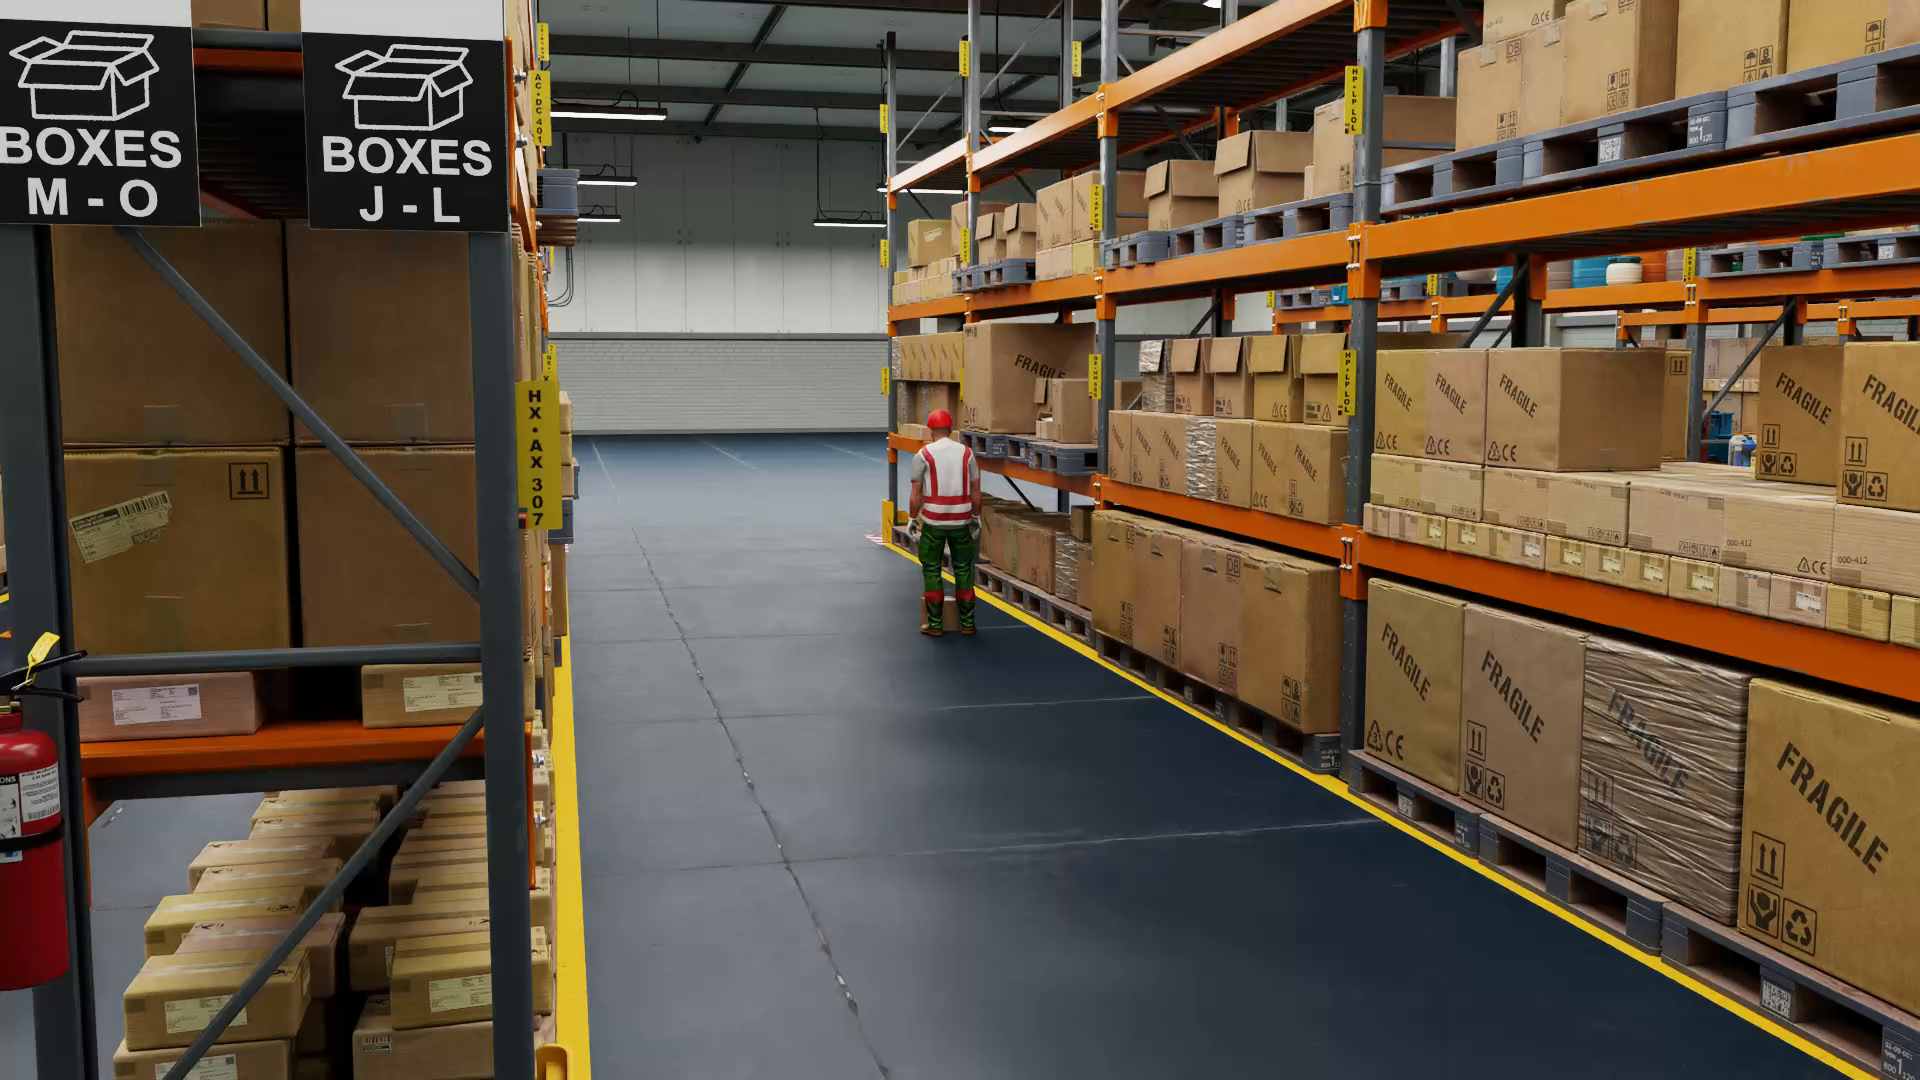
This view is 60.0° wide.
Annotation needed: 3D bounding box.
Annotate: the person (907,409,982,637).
[{"bbox_3d":[-0.119,-0.138,13.130,0.619,1.779,0.455,-2,6,-15],"label":"person"}]
